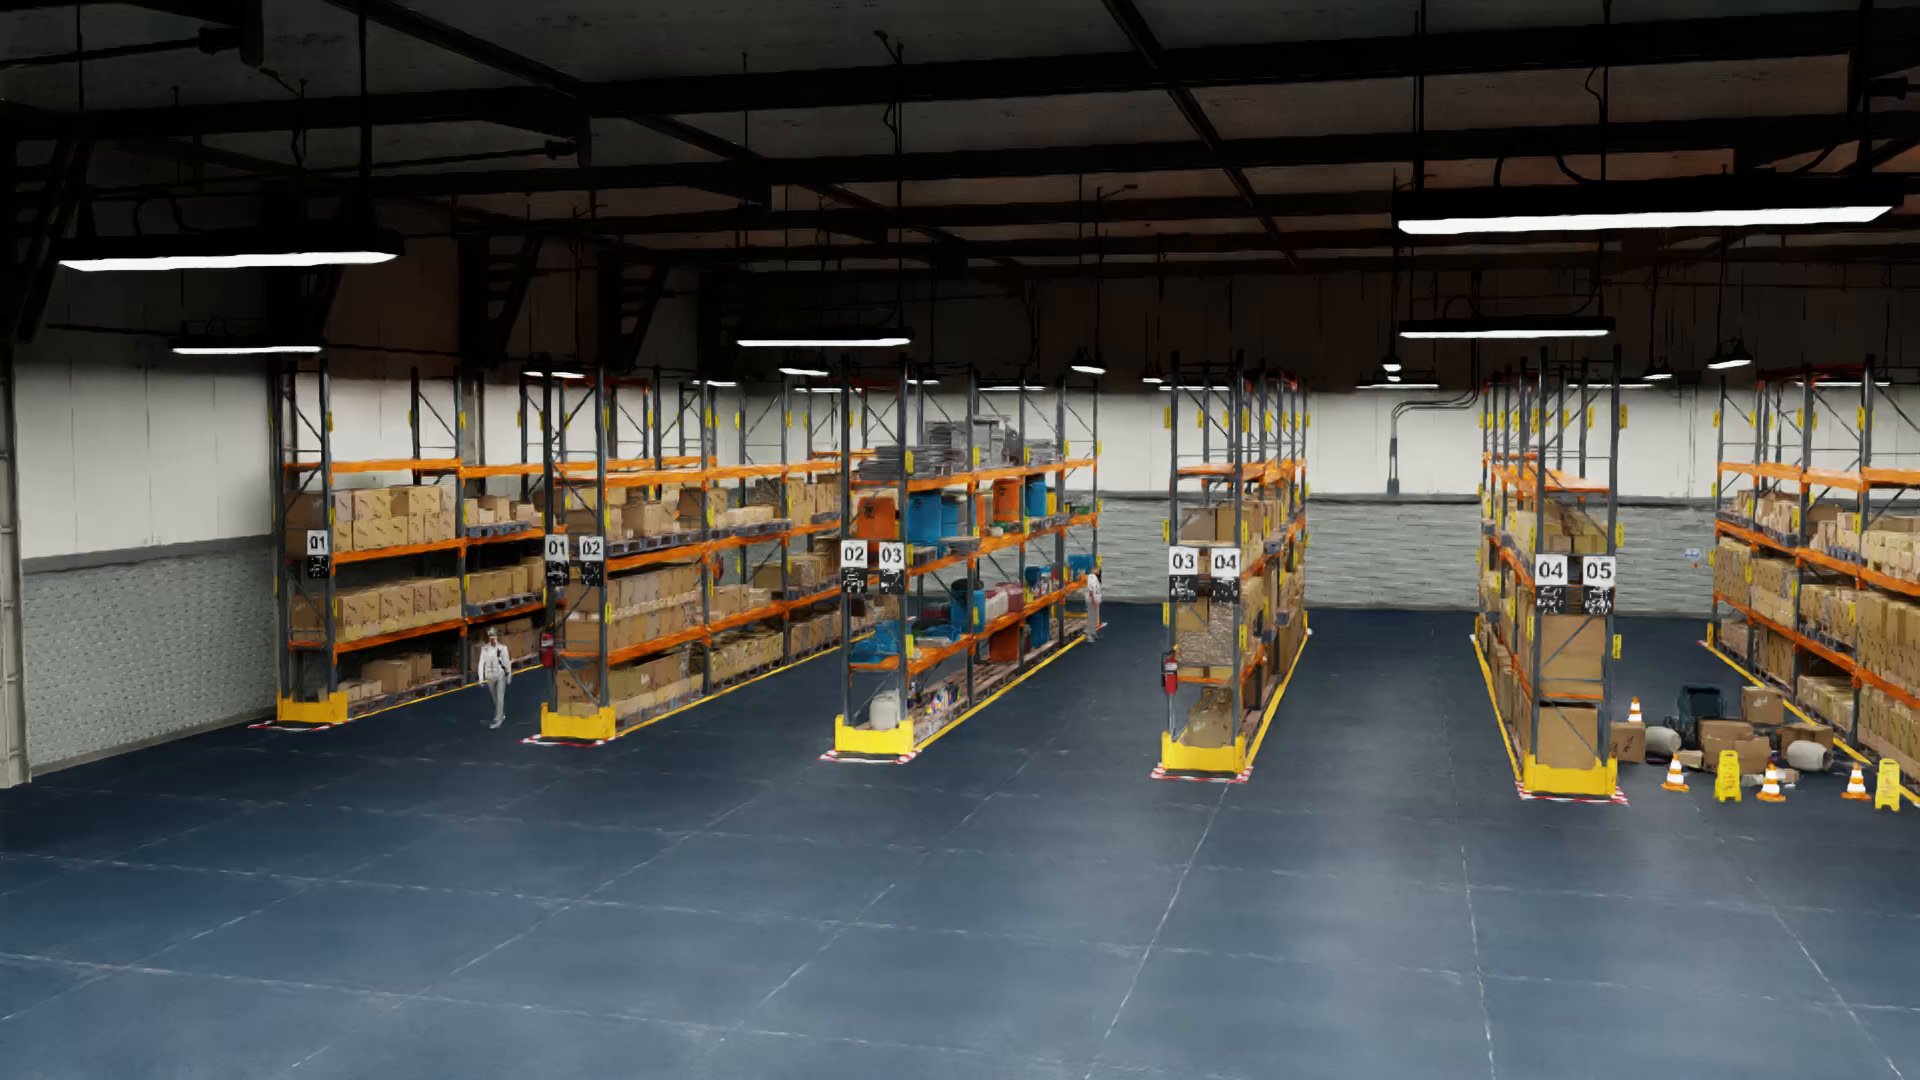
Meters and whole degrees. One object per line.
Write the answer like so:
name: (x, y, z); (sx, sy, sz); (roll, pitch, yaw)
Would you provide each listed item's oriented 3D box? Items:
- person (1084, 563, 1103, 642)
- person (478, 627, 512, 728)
person: (3.027, 1.397, 37.651); (0.419, 1.772, 0.690); (1, 4, 9)
person: (-7.606, 2.222, 27.159); (0.482, 1.622, 0.986); (0, 4, 6)
